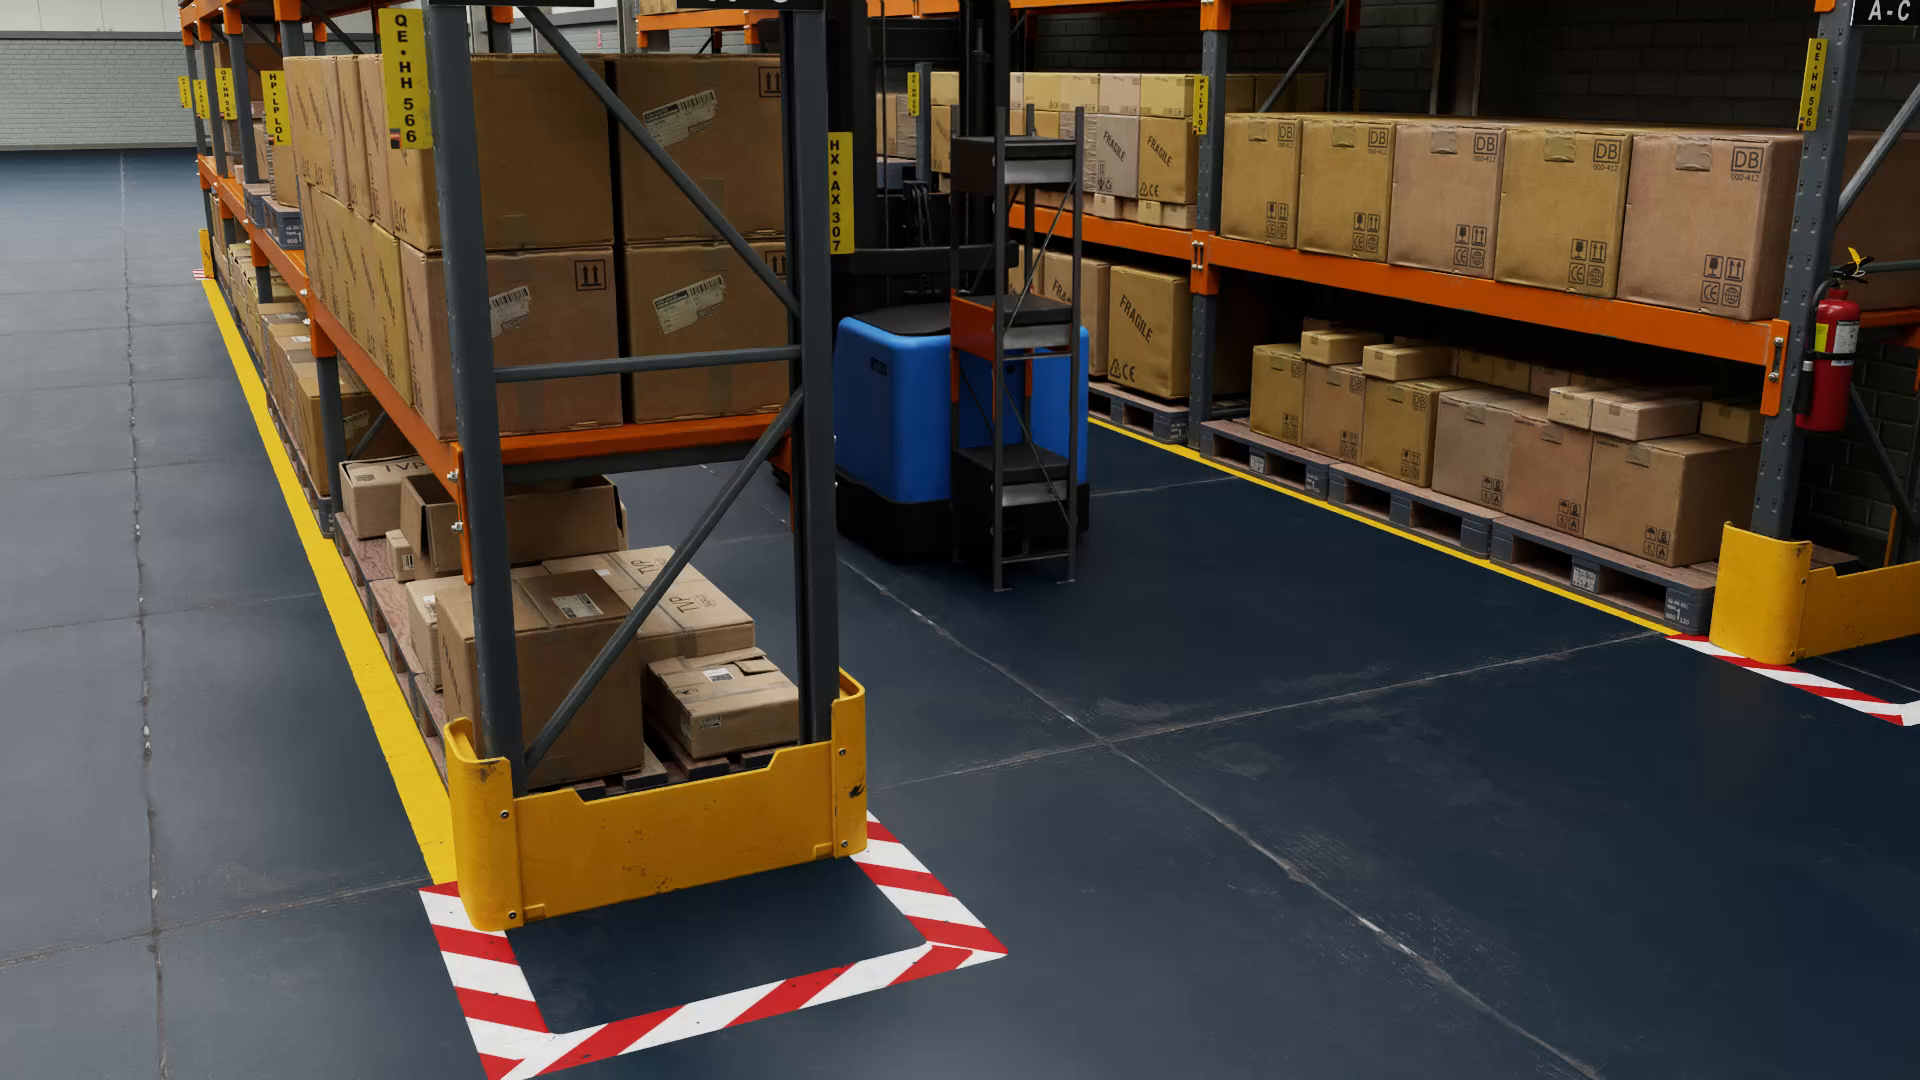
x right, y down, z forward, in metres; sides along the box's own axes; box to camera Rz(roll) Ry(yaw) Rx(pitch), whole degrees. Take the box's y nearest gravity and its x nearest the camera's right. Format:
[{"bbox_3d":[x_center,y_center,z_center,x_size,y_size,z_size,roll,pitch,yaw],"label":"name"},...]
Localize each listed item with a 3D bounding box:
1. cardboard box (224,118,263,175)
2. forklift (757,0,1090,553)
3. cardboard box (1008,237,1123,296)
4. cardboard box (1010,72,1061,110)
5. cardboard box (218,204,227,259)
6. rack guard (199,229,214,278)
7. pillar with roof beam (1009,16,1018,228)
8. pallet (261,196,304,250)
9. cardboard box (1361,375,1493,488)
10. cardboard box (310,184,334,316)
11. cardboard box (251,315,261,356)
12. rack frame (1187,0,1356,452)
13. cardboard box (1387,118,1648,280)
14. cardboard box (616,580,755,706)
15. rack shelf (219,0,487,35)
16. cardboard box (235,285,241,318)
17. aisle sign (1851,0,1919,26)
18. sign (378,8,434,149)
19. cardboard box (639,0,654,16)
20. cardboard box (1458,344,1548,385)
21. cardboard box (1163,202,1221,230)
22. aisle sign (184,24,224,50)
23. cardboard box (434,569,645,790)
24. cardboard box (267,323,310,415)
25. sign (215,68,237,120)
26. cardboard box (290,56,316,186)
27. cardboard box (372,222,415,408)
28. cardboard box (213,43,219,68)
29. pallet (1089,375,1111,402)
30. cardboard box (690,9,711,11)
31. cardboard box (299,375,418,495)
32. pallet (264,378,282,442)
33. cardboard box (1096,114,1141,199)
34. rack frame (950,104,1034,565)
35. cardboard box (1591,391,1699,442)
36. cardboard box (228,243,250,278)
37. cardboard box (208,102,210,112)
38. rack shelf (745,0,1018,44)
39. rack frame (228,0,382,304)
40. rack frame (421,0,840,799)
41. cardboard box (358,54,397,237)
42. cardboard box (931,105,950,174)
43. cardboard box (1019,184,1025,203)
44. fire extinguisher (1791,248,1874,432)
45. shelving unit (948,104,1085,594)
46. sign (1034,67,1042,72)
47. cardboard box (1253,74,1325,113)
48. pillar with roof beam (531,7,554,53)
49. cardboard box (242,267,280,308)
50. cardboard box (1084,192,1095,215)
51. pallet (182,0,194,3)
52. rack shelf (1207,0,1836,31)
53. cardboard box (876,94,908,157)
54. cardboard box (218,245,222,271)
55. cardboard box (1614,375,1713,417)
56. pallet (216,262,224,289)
[{"bbox_3d":[-6.283,-3.595,15.159,0.700,0.500,0.500,-8,18,-26],"label":"cardboard box"},{"bbox_3d":[-0.408,-1.710,8.896,1.130,2.935,3.031,-7,17,-22],"label":"forklift"},{"bbox_3d":[0.703,-1.798,12.214,0.750,0.750,0.750,-8,18,-25],"label":"cardboard box"},{"bbox_3d":[0.547,-3.206,11.869,0.500,0.250,0.500,-8,18,-25],"label":"cardboard box"},{"bbox_3d":[-6.913,-3.016,16.186,0.500,0.500,0.500,-8,18,-25],"label":"cardboard box"},{"bbox_3d":[-7.846,-3.234,18.614,1.175,0.500,0.348,-8,18,-25],"label":"rack guard"},{"bbox_3d":[-3.541,-5.836,12.273,9.100,9.000,0.400,-8,18,-25],"label":"pillar with roof beam"},{"bbox_3d":[-3.474,-1.872,9.684,1.003,0.211,1.213,-8,18,-25],"label":"pallet"},{"bbox_3d":[2.549,-0.604,8.687,0.700,0.500,0.500,-7,18,-24],"label":"cardboard box"},{"bbox_3d":[-2.373,-1.216,6.870,0.500,0.500,0.500,-7,18,-24],"label":"cardboard box"},{"bbox_3d":[-5.009,-1.555,12.453,0.500,0.250,0.500,-8,18,-26],"label":"cardboard box"},{"bbox_3d":[1.873,-2.054,9.969,1.000,3.000,0.127,-8,18,-25],"label":"rack frame"},{"bbox_3d":[2.739,-1.701,8.195,0.980,0.700,0.700,-9,18,-28],"label":"cardboard box"},{"bbox_3d":[-1.028,0.355,5.764,0.500,0.250,0.500,-8,18,-25],"label":"cardboard box"},{"bbox_3d":[-3.454,-3.046,9.294,1.077,0.370,4.000,-8,18,-25],"label":"rack shelf"},{"bbox_3d":[-5.906,-2.061,14.219,0.500,0.250,0.500,-7,18,-24],"label":"cardboard box"},{"bbox_3d":[3.387,-2.257,5.966,0.394,0.787,0.004,-8,18,-25],"label":"aisle sign"},{"bbox_3d":[-1.333,-1.109,4.004,0.100,0.325,0.005,-8,18,-25],"label":"sign"},{"bbox_3d":[-3.462,-6.416,19.513,0.500,0.500,0.500,-7,17,-23],"label":"cardboard box"},{"bbox_3d":[2.796,-0.906,8.563,0.380,0.149,0.250,-8,18,-26],"label":"cardboard box"},{"bbox_3d":[1.471,-1.992,10.174,0.380,0.149,0.250,-7,18,-24],"label":"cardboard box"},{"bbox_3d":[-8.139,-5.658,17.818,0.394,0.787,0.004,-8,18,-25],"label":"aisle sign"},{"bbox_3d":[-1.285,0.423,5.074,0.500,0.500,0.500,-8,18,-25],"label":"cardboard box"},{"bbox_3d":[-3.938,-1.054,10.221,0.500,0.500,0.500,-8,18,-26],"label":"cardboard box"},{"bbox_3d":[-4.828,-2.935,10.940,0.100,0.325,0.005,-8,18,-25],"label":"sign"},{"bbox_3d":[-2.398,-1.704,6.757,0.500,0.500,0.500,-8,18,-27],"label":"cardboard box"},{"bbox_3d":[-1.497,-0.717,5.129,0.500,0.500,0.500,-7,18,-24],"label":"cardboard box"},{"bbox_3d":[-6.505,-4.344,15.417,0.700,0.500,0.500,-8,18,-25],"label":"cardboard box"},{"bbox_3d":[0.929,-1.198,12.044,1.003,0.211,1.213,-8,18,-25],"label":"pallet"},{"bbox_3d":[-2.562,-5.892,17.689,0.500,0.500,0.500,-8,18,-27],"label":"cardboard box"},{"bbox_3d":[-3.052,-0.552,8.470,0.500,0.500,0.500,-8,18,-25],"label":"cardboard box"},{"bbox_3d":[-4.037,-0.916,11.060,1.003,0.211,1.213,-8,18,-25],"label":"pallet"},{"bbox_3d":[1.212,-2.464,10.641,0.500,0.500,0.500,-7,18,-24],"label":"cardboard box"},{"bbox_3d":[0.145,-0.917,7.639,0.400,2.100,0.015,-7,17,-22],"label":"rack frame"},{"bbox_3d":[3.009,-0.545,7.307,0.380,0.149,0.250,-8,18,-26],"label":"cardboard box"},{"bbox_3d":[-6.126,-2.455,14.574,0.500,0.311,0.500,-8,18,-25],"label":"cardboard box"},{"bbox_3d":[-7.291,-4.347,16.604,0.380,0.149,0.250,-8,18,-26],"label":"cardboard box"},{"bbox_3d":[-0.755,-4.637,14.839,1.077,0.370,4.000,-8,18,-25],"label":"rack shelf"},{"bbox_3d":[-4.330,-2.446,11.336,1.000,3.000,0.127,-8,18,-25],"label":"rack frame"},{"bbox_3d":[-0.826,-0.462,4.424,1.000,3.000,0.127,-8,18,-25],"label":"rack frame"},{"bbox_3d":[-1.490,-1.193,4.977,0.500,0.500,0.500,-7,17,-23],"label":"cardboard box"},{"bbox_3d":[0.104,-3.095,12.840,0.500,0.500,0.500,-7,17,-23],"label":"cardboard box"},{"bbox_3d":[0.646,-2.509,11.975,0.380,0.149,0.250,-7,18,-24],"label":"cardboard box"},{"bbox_3d":[3.277,-0.752,6.250,0.296,0.674,0.183,-8,18,-25],"label":"fire extinguisher"},{"bbox_3d":[0.240,-0.855,7.423,0.431,2.100,0.503,-7,17,-22],"label":"shelving unit"},{"bbox_3d":[0.618,-3.670,13.502,0.100,0.325,0.005,-8,18,-25],"label":"sign"},{"bbox_3d":[1.906,-2.760,10.315,0.500,0.250,0.500,-7,17,-23],"label":"cardboard box"},{"bbox_3d":[-11.427,-10.299,27.826,9.100,9.000,0.400,-8,18,-25],"label":"pillar with roof beam"},{"bbox_3d":[-5.233,-1.949,12.813,0.500,0.311,0.500,-8,18,-25],"label":"cardboard box"},{"bbox_3d":[1.050,-2.249,11.068,0.380,0.149,0.250,-8,18,-25],"label":"cardboard box"},{"bbox_3d":[-7.010,-5.348,16.170,1.003,0.211,1.213,-8,18,-25],"label":"pallet"},{"bbox_3d":[2.749,-2.654,7.927,1.077,0.370,4.000,-8,18,-25],"label":"rack shelf"},{"bbox_3d":[-0.363,-3.556,14.224,0.700,0.500,0.500,-10,19,-30],"label":"cardboard box"},{"bbox_3d":[-7.359,-2.902,17.150,0.500,0.250,0.500,-8,18,-25],"label":"cardboard box"},{"bbox_3d":[3.241,-0.654,7.687,0.380,0.149,0.250,-8,18,-25],"label":"cardboard box"},{"bbox_3d":[-7.463,-2.905,17.990,1.003,0.211,1.213,-8,18,-25],"label":"pallet"}]
